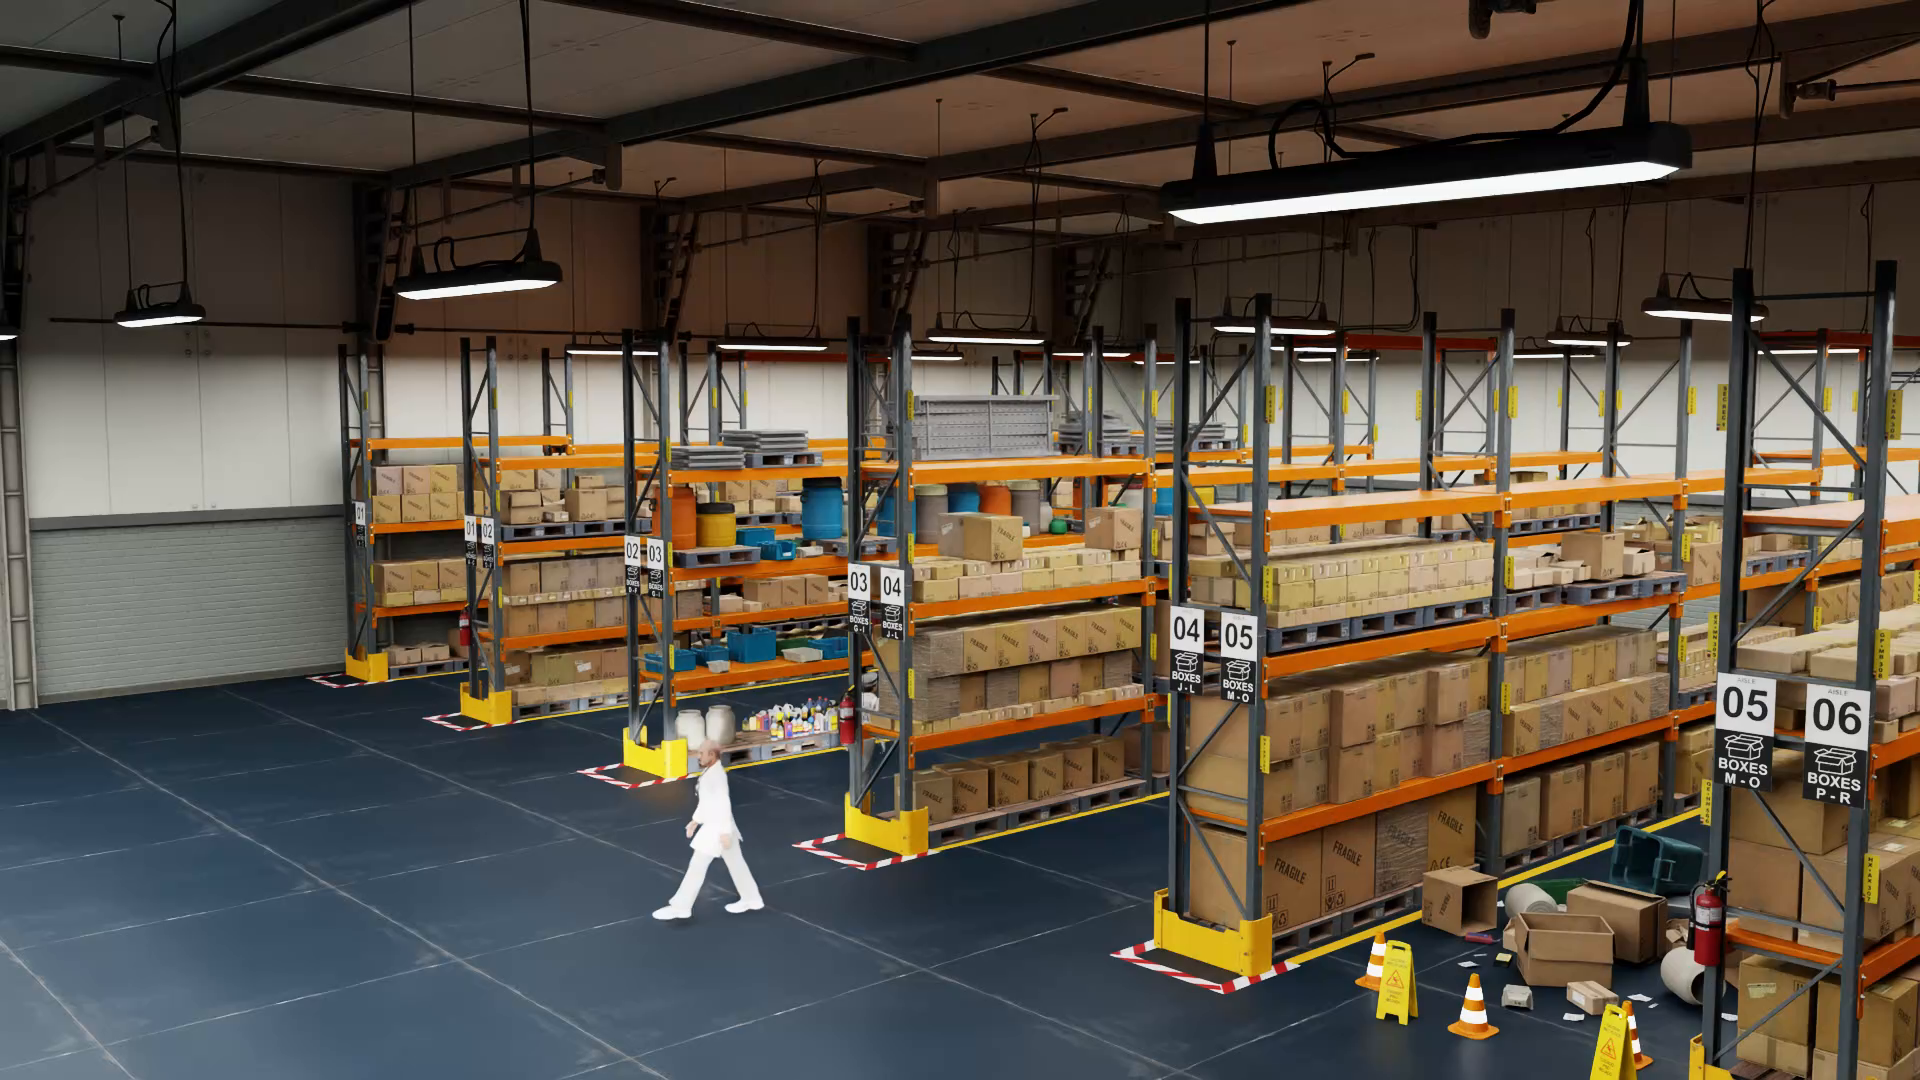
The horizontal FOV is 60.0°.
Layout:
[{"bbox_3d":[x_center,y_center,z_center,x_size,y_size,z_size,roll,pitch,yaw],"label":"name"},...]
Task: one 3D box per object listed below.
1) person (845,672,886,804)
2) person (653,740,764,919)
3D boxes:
[{"bbox_3d":[-1.170,2.512,20.598,0.489,1.736,0.580,5,7,44],"label":"person"},{"bbox_3d":[-2.465,2.816,16.288,1.067,1.734,0.607,-1,5,-6],"label":"person"}]
